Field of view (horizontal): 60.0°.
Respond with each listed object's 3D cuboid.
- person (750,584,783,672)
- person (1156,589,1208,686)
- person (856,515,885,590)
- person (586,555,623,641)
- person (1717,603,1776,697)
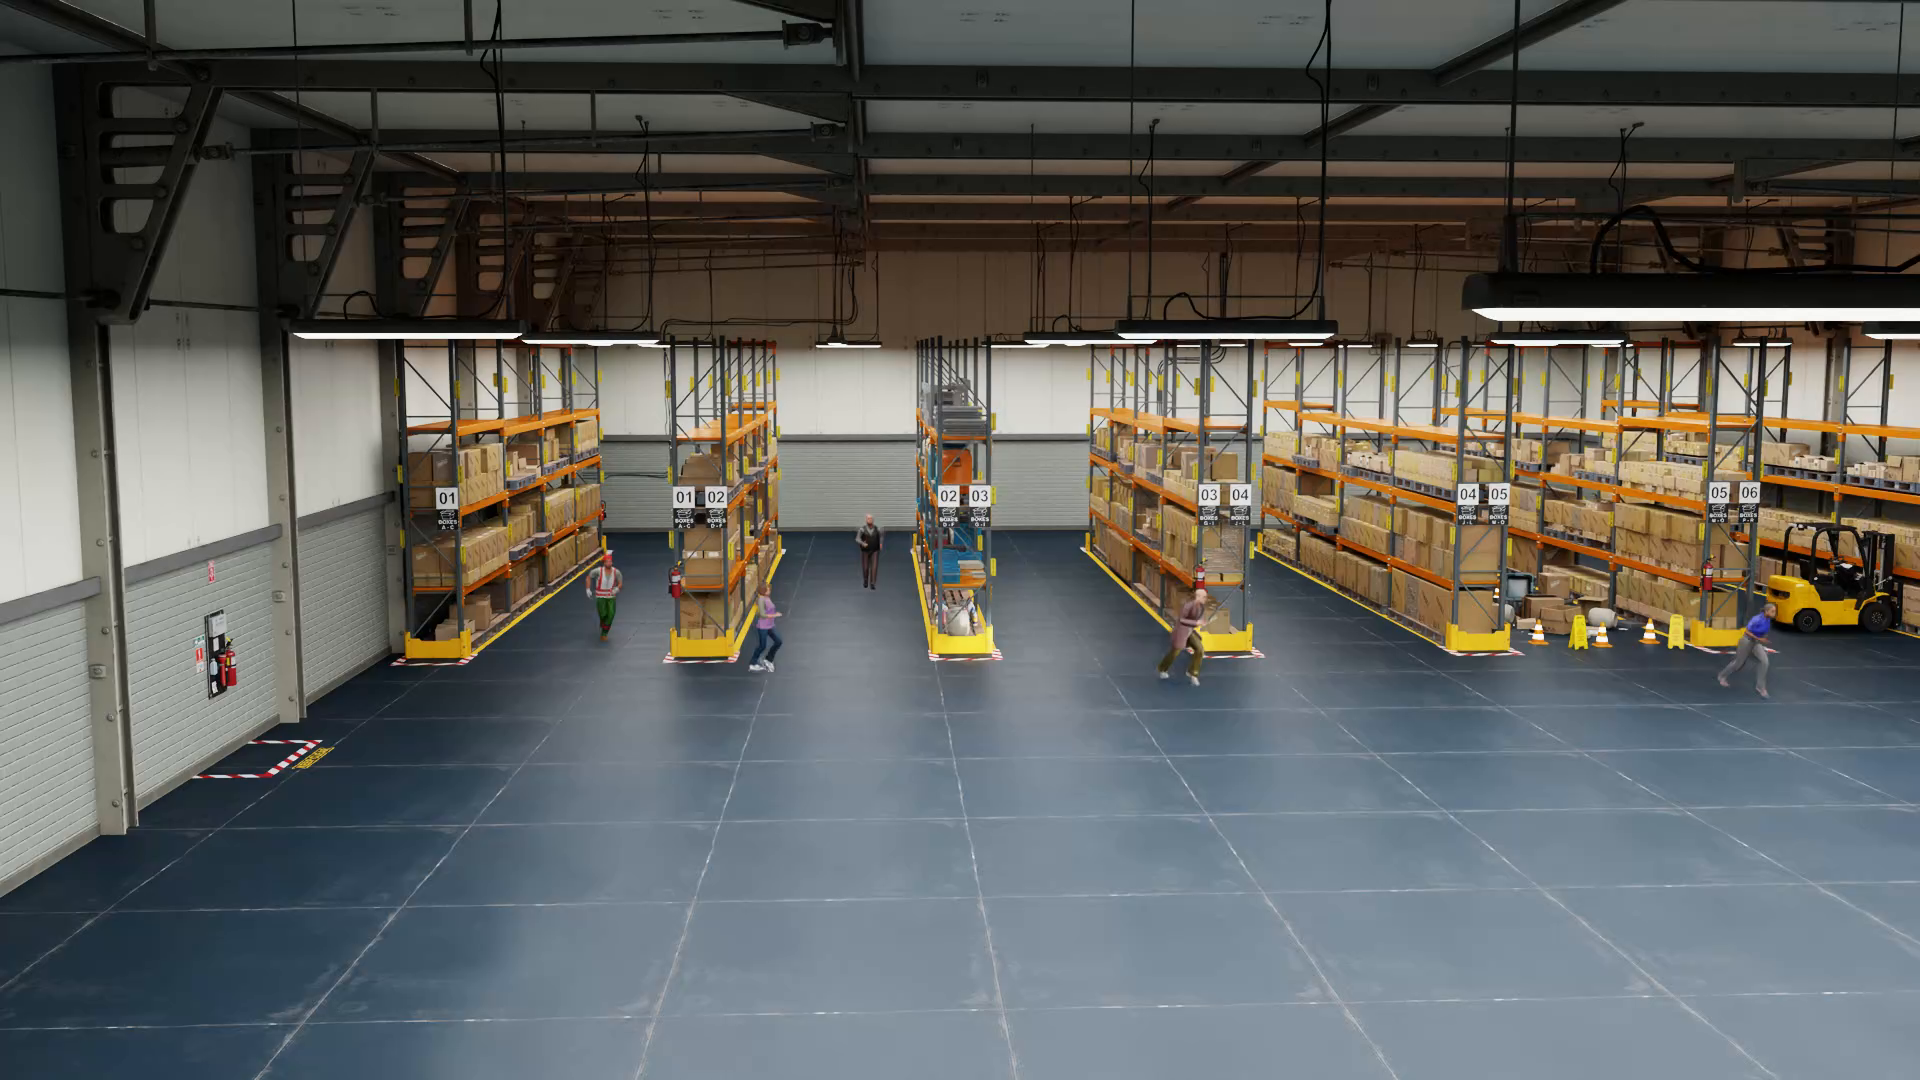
[{"bbox_3d":[-3.439,1.577,29.582,0.667,1.596,0.507,3,7,22],"label":"person"},{"bbox_3d":[3.858,1.667,28.707,1.072,1.733,0.753,6,9,42],"label":"person"},{"bbox_3d":[-2.043,0.277,38.059,0.669,1.704,0.697,-1,7,-8],"label":"person"},{"bbox_3d":[-7.012,1.145,32.899,0.707,1.729,0.686,-3,7,-21],"label":"person"},{"bbox_3d":[13.208,1.805,27.921,0.617,1.615,0.966,-4,8,-34],"label":"person"}]
